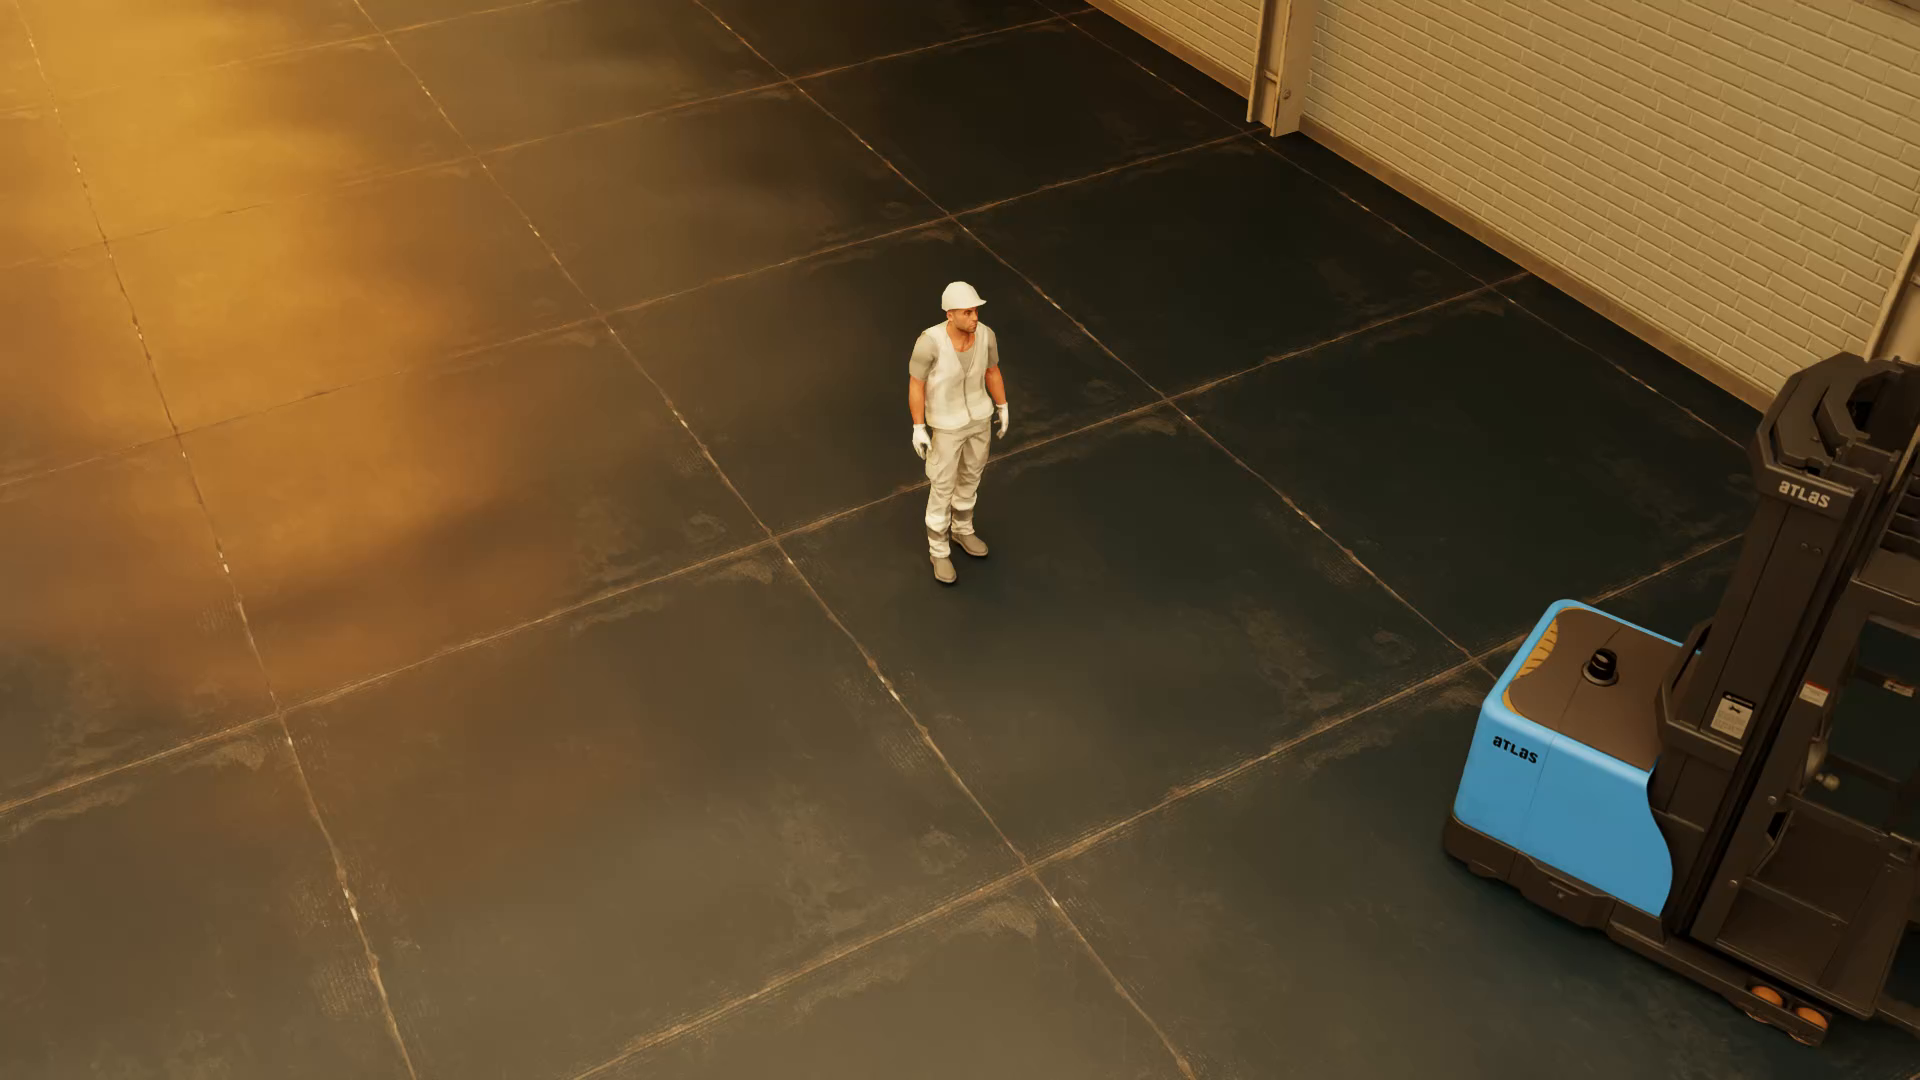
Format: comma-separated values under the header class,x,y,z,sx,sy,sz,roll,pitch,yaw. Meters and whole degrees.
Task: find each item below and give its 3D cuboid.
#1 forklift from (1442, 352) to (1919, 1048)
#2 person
class,x,y,z,sx,sy,sz,roll,pitch,yaw
forklift,3.915,0.776,7.101,3.031,2.935,1.130,25,46,27
person,0.030,-0.647,9.697,0.637,1.788,0.562,-20,44,-23
